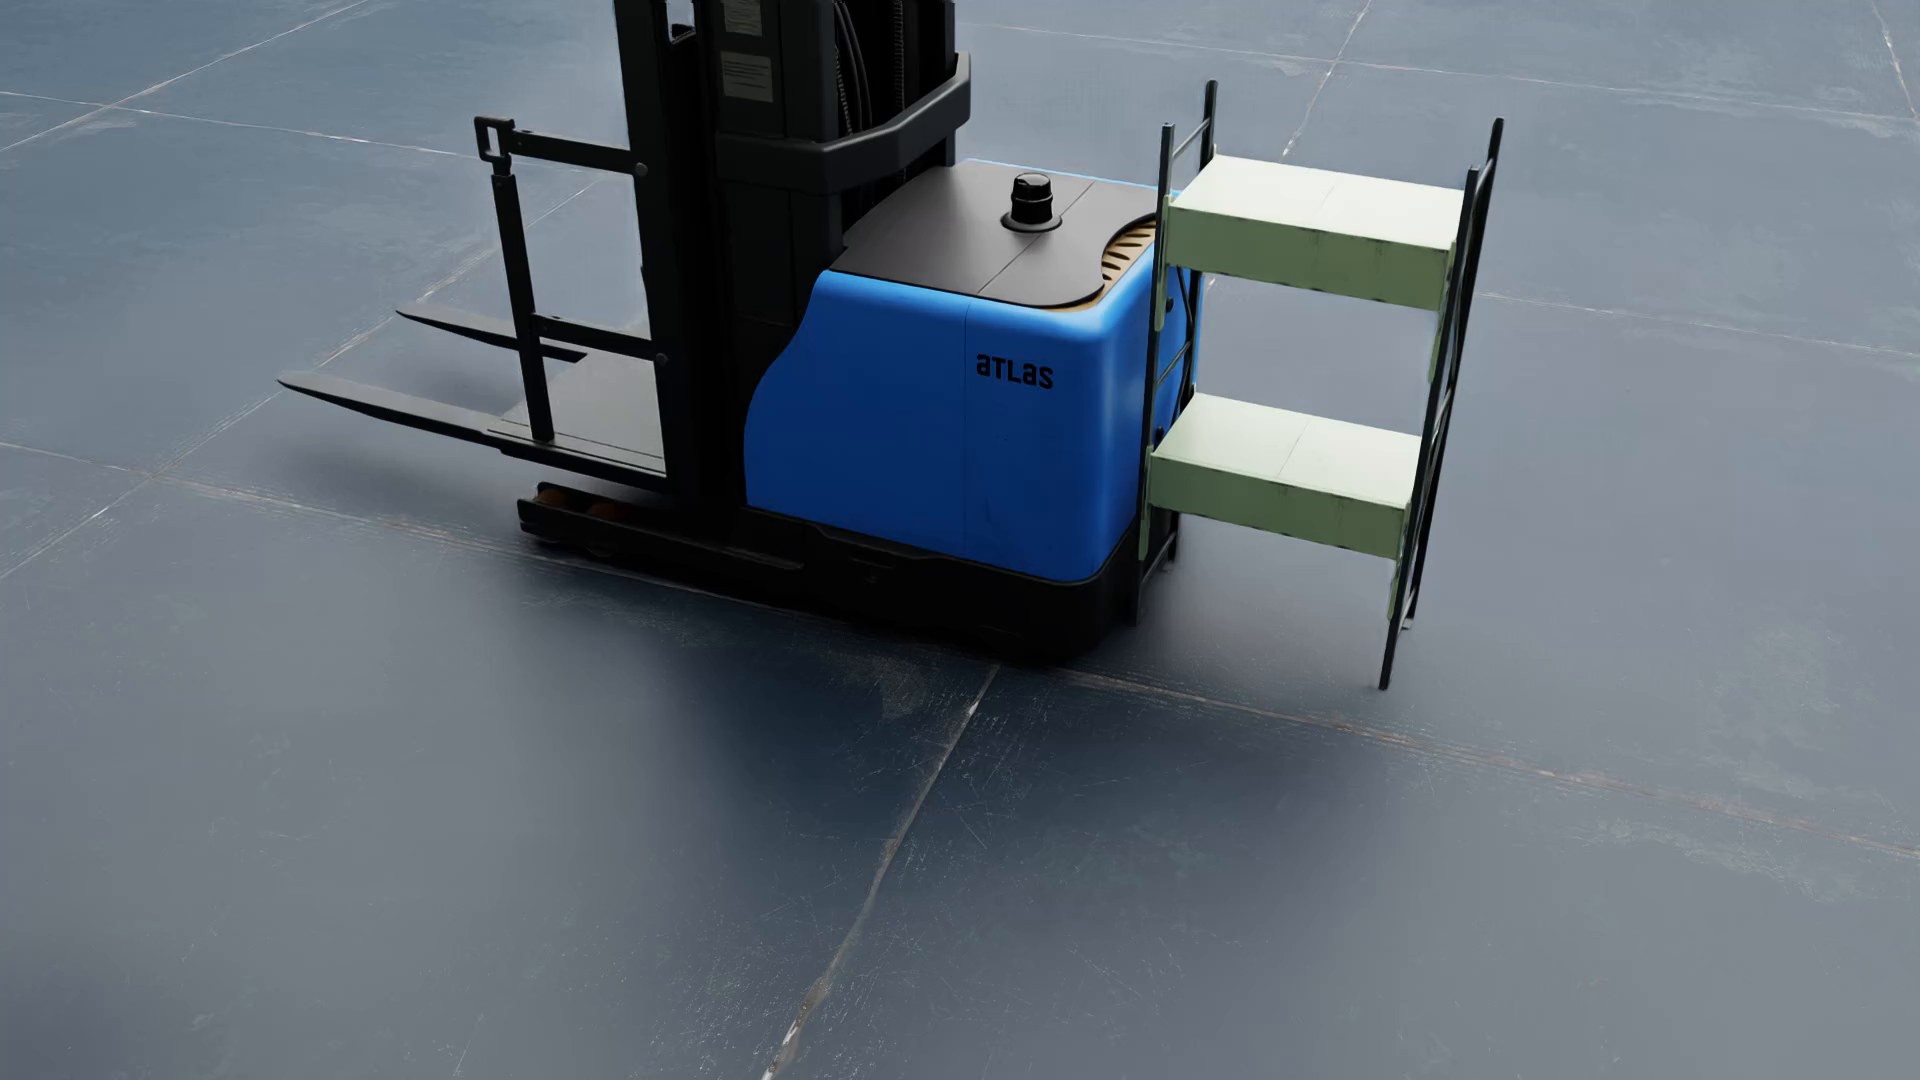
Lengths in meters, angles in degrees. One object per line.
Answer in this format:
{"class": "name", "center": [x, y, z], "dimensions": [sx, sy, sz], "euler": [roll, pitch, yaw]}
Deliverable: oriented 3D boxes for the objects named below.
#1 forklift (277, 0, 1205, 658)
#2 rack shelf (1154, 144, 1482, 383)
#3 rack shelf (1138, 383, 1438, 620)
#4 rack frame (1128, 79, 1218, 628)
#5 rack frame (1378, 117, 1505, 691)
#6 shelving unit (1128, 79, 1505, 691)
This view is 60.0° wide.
{"class": "forklift", "center": [-0.824, -1.424, 4.754], "dimensions": [3.031, 2.935, 1.130], "euler": [14, 35, 20]}
{"class": "rack shelf", "center": [0.918, -0.723, 4.267], "dimensions": [0.720, 0.370, 0.431], "euler": [14, 35, 20]}
{"class": "rack shelf", "center": [0.918, -0.121, 4.655], "dimensions": [0.720, 0.370, 0.431], "euler": [14, 35, 20]}
{"class": "rack frame", "center": [0.584, -0.476, 4.604], "dimensions": [0.023, 1.500, 0.400], "euler": [14, 35, 20]}
{"class": "rack frame", "center": [1.252, -0.314, 4.353], "dimensions": [0.023, 1.500, 0.400], "euler": [14, 35, 20]}
{"class": "shelving unit", "center": [0.918, -0.395, 4.479], "dimensions": [0.755, 1.500, 0.431], "euler": [14, 35, 20]}
